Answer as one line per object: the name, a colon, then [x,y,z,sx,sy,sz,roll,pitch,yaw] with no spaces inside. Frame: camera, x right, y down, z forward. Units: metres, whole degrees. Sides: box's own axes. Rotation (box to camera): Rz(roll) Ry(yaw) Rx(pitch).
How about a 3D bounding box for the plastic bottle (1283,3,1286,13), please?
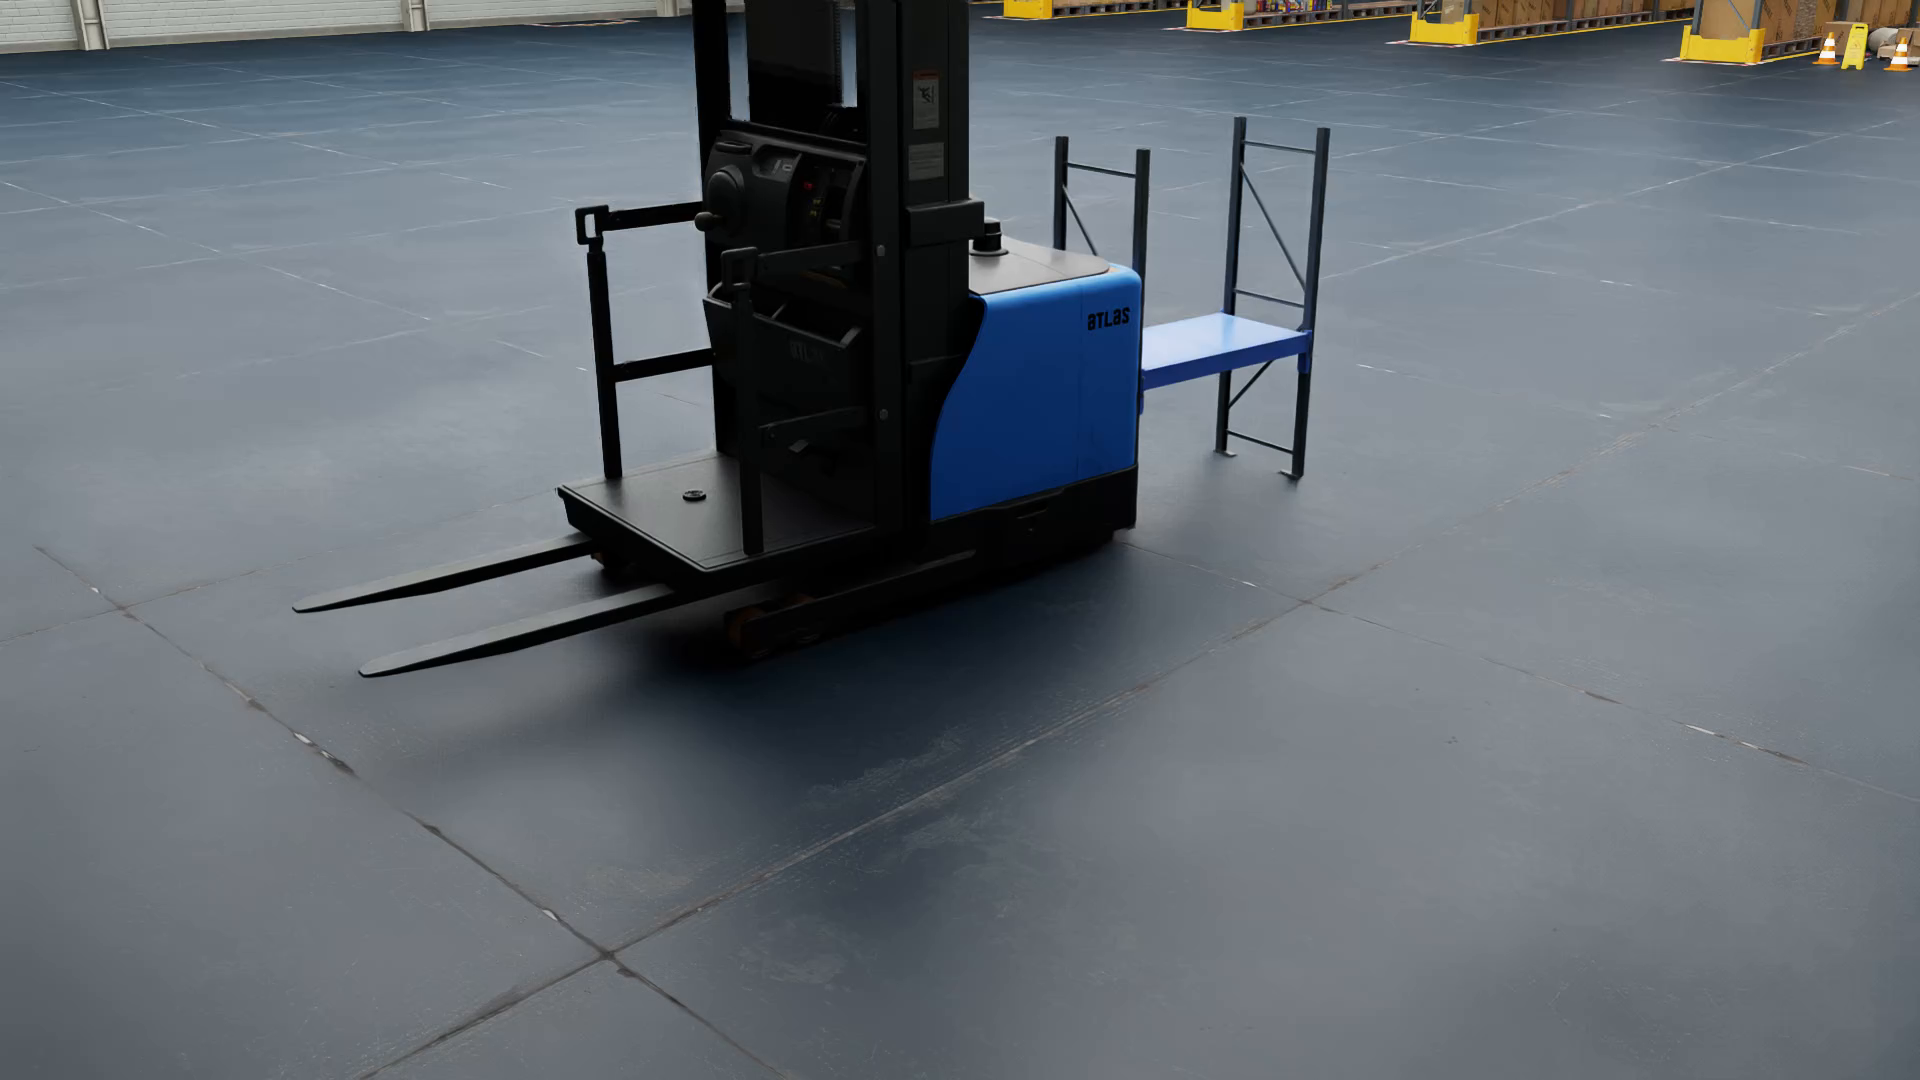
plastic bottle: [6.589,-10.837,33.875,0.097,0.201,0.097,0,21,0]

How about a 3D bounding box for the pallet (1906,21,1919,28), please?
pallet: [18.188,-9.971,32.222,1.003,0.211,1.213,19,28,41]

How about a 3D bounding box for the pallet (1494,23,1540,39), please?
pallet: [10.073,-9.513,31.031,1.003,0.211,1.213,19,28,41]

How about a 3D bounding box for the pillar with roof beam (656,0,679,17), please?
pillar with roof beam: [-3.302,-14.579,31.963,9.100,9.000,0.400,19,28,41]

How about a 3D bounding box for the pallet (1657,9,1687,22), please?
pallet: [14.762,-11.222,35.476,1.003,0.211,1.213,19,28,41]

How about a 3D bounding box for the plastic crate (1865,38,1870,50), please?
plastic crate: [15.668,-8.386,28.050,0.662,0.188,0.450,-6,12,-15]

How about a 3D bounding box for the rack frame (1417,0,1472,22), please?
rack frame: [8.577,-10.283,29.148,1.000,3.000,0.127,19,28,41]

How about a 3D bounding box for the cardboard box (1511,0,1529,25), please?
cardboard box: [10.289,-9.919,31.100,0.500,0.500,0.500,16,26,36]

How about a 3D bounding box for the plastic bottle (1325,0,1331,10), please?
plastic bottle: [7.720,-11.282,34.920,0.133,0.283,0.061,-18,28,-39]

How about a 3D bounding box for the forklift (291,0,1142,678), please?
forklift: [-0.775,-1.187,5.578,3.031,2.935,1.130,-16,26,-35]

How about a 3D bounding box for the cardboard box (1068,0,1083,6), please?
cardboard box: [2.362,-11.888,36.569,0.500,0.250,0.500,19,28,41]

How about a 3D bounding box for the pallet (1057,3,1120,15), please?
pallet: [2.837,-11.981,37.452,1.003,0.211,1.213,19,28,41]

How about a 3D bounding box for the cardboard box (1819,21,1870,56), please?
cardboard box: [14.503,-8.223,27.267,0.500,0.500,0.500,-14,25,-33]

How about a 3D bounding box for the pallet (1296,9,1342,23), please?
pallet: [7.321,-11.087,35.126,1.003,0.211,1.213,19,28,41]

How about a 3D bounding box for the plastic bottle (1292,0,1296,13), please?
plastic bottle: [6.826,-10.957,34.089,0.097,0.271,0.097,0,21,0]

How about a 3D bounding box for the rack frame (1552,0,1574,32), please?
rack frame: [11.368,-11.311,31.823,1.000,3.000,0.127,19,28,41]

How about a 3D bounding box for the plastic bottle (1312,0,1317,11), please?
plastic bottle: [7.359,-11.149,34.573,0.133,0.283,0.061,-18,27,-39]

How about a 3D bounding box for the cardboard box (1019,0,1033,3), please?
cardboard box: [1.645,-11.888,36.570,0.500,0.250,0.500,19,28,41]

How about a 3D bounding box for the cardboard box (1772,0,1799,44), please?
cardboard box: [13.099,-8.638,27.242,0.875,0.875,0.875,19,28,40]

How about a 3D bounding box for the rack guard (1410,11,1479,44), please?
rack guard: [8.630,-9.136,29.647,1.175,0.500,0.348,19,28,41]

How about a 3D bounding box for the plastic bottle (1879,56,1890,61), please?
plastic bottle: [14.674,-7.650,26.392,0.133,0.061,0.283,9,23,23]

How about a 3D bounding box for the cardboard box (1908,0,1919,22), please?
cardboard box: [18.318,-10.219,31.881,0.500,0.500,0.500,18,27,38]

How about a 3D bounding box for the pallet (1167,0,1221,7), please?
pallet: [5.610,-13.004,40.114,1.003,0.211,1.213,19,28,41]

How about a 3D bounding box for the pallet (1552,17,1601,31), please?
pallet: [11.910,-10.210,32.845,1.003,0.211,1.213,19,28,41]

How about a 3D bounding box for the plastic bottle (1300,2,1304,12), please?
plastic bottle: [7.038,-11.002,34.305,0.097,0.201,0.097,0,21,0]

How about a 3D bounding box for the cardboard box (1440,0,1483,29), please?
cardboard box: [9.025,-9.469,29.927,0.500,0.500,0.500,-14,25,-32]

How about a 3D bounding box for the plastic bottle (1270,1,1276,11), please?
plastic bottle: [6.518,-11.122,34.617,0.097,0.201,0.097,0,21,0]

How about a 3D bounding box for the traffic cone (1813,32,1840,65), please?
traffic cone: [13.449,-7.613,25.736,0.336,0.463,0.334,19,28,41]

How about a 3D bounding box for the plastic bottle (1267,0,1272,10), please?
plastic bottle: [6.401,-11.211,34.640,0.185,0.351,0.144,-19,28,-40]

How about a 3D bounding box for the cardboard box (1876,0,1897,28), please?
cardboard box: [16.545,-9.859,30.593,0.750,0.750,1.050,-20,28,-41]

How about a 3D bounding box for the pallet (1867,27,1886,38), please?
pallet: [16.186,-9.275,30.411,1.003,0.211,1.213,19,28,41]

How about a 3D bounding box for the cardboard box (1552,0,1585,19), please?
cardboard box: [11.812,-10.502,32.589,0.700,0.500,0.500,17,27,37]

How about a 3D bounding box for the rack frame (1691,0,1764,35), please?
rack frame: [12.061,-9.016,25.850,1.000,3.000,0.127,19,28,41]

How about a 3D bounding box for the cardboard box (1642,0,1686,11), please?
cardboard box: [14.655,-11.716,35.252,1.225,0.875,0.875,18,27,38]

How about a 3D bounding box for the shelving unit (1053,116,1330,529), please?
shelving unit: [0.939,-0.929,6.901,1.048,1.500,0.538,-16,26,-35]

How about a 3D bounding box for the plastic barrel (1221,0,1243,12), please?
plastic barrel: [5.433,-10.746,33.234,0.421,0.512,0.421,0,21,0]

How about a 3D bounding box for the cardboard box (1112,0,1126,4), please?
cardboard box: [3.412,-12.272,37.569,0.500,0.250,0.500,19,28,41]

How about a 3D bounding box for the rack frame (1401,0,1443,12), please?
rack frame: [10.610,-13.579,37.723,1.000,3.000,0.127,19,28,41]

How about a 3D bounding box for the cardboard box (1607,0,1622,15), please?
cardboard box: [12.937,-10.908,33.643,0.500,0.500,0.700,-17,27,-38]

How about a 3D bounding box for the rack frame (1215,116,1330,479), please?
rack frame: [1.338,-1.042,7.195,0.032,1.500,0.500,-16,26,-35]

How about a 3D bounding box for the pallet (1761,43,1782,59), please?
pallet: [12.562,-7.939,26.936,1.003,0.211,1.213,19,28,41]
